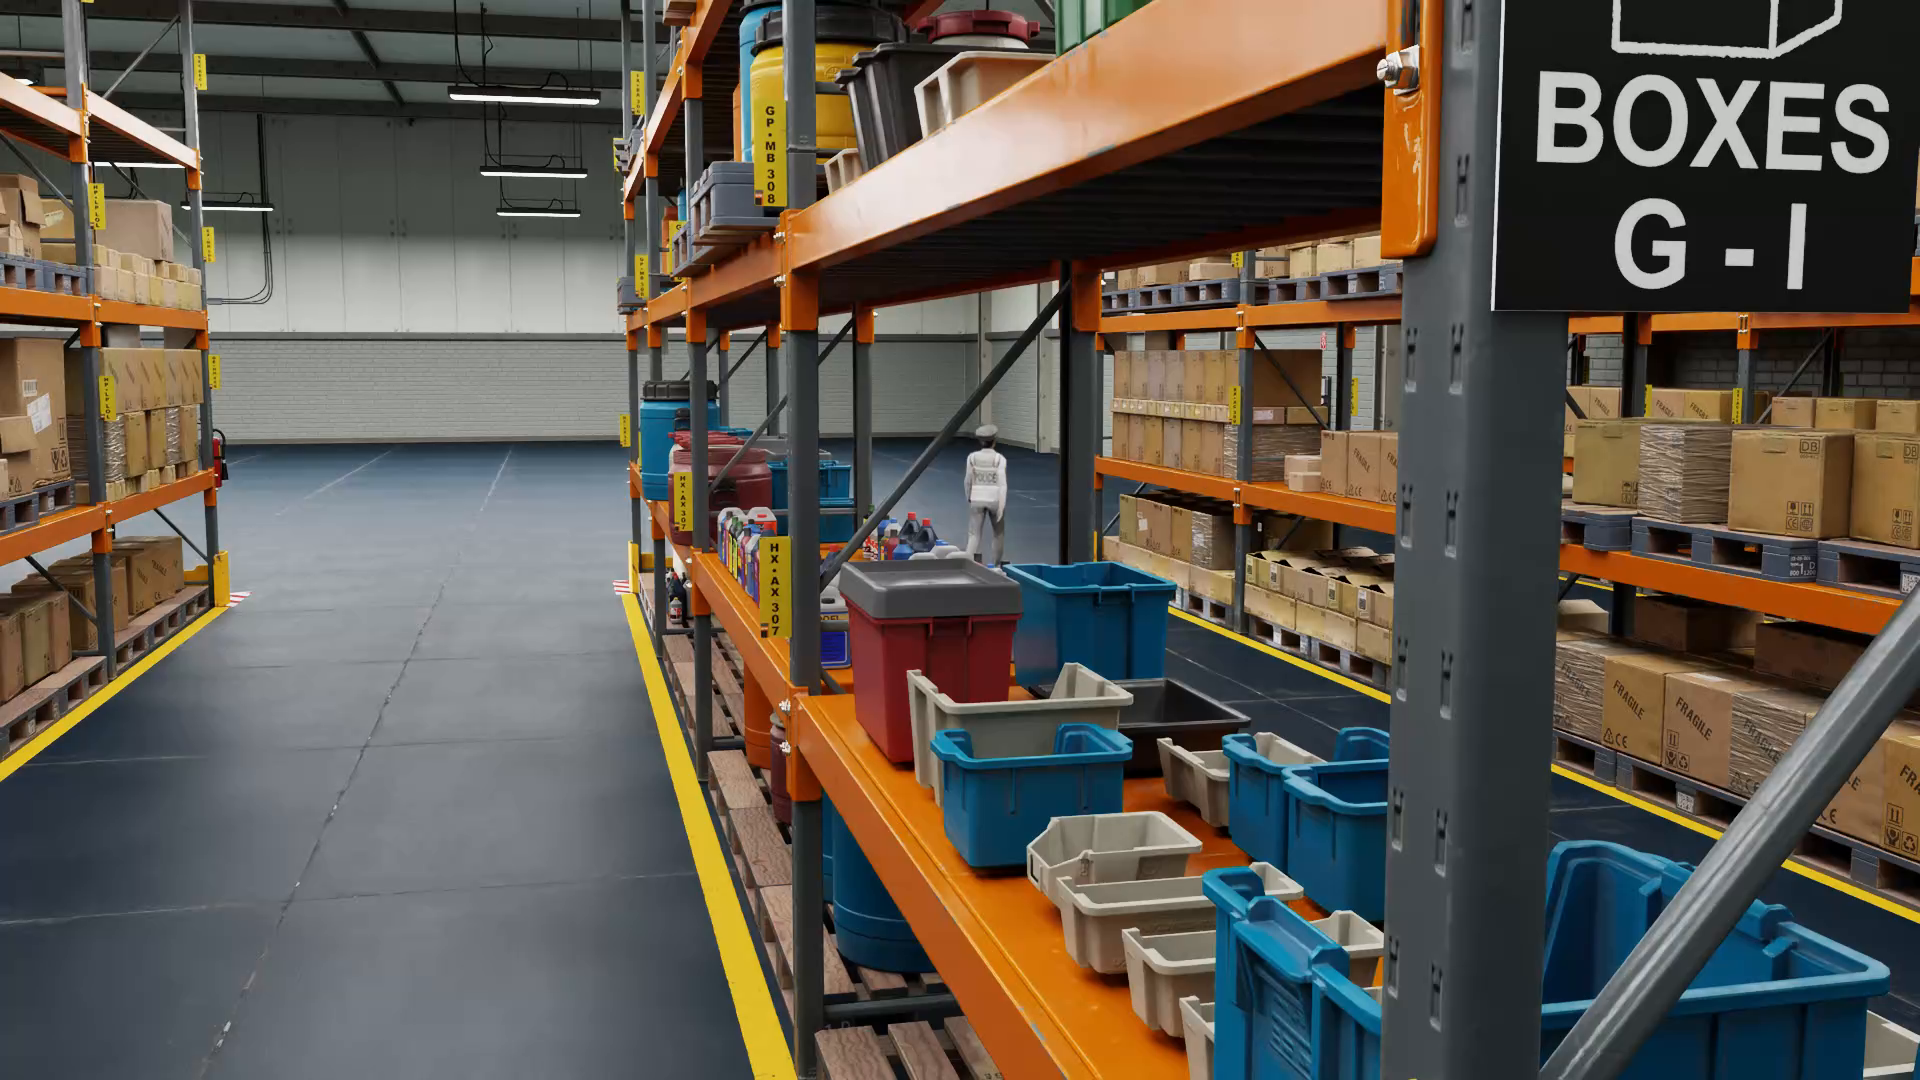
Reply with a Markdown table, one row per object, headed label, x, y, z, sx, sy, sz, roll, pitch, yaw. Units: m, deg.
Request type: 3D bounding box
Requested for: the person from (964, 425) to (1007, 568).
| label | x | y | z | sx | sy | sz | roll | pitch | yaw |
| --- | --- | --- | --- | --- | --- | --- | --- | --- | --- |
| person | 0.269 | -0.393 | 17.539 | 0.485 | 1.643 | 0.925 | 1 | 6 | 12 |
